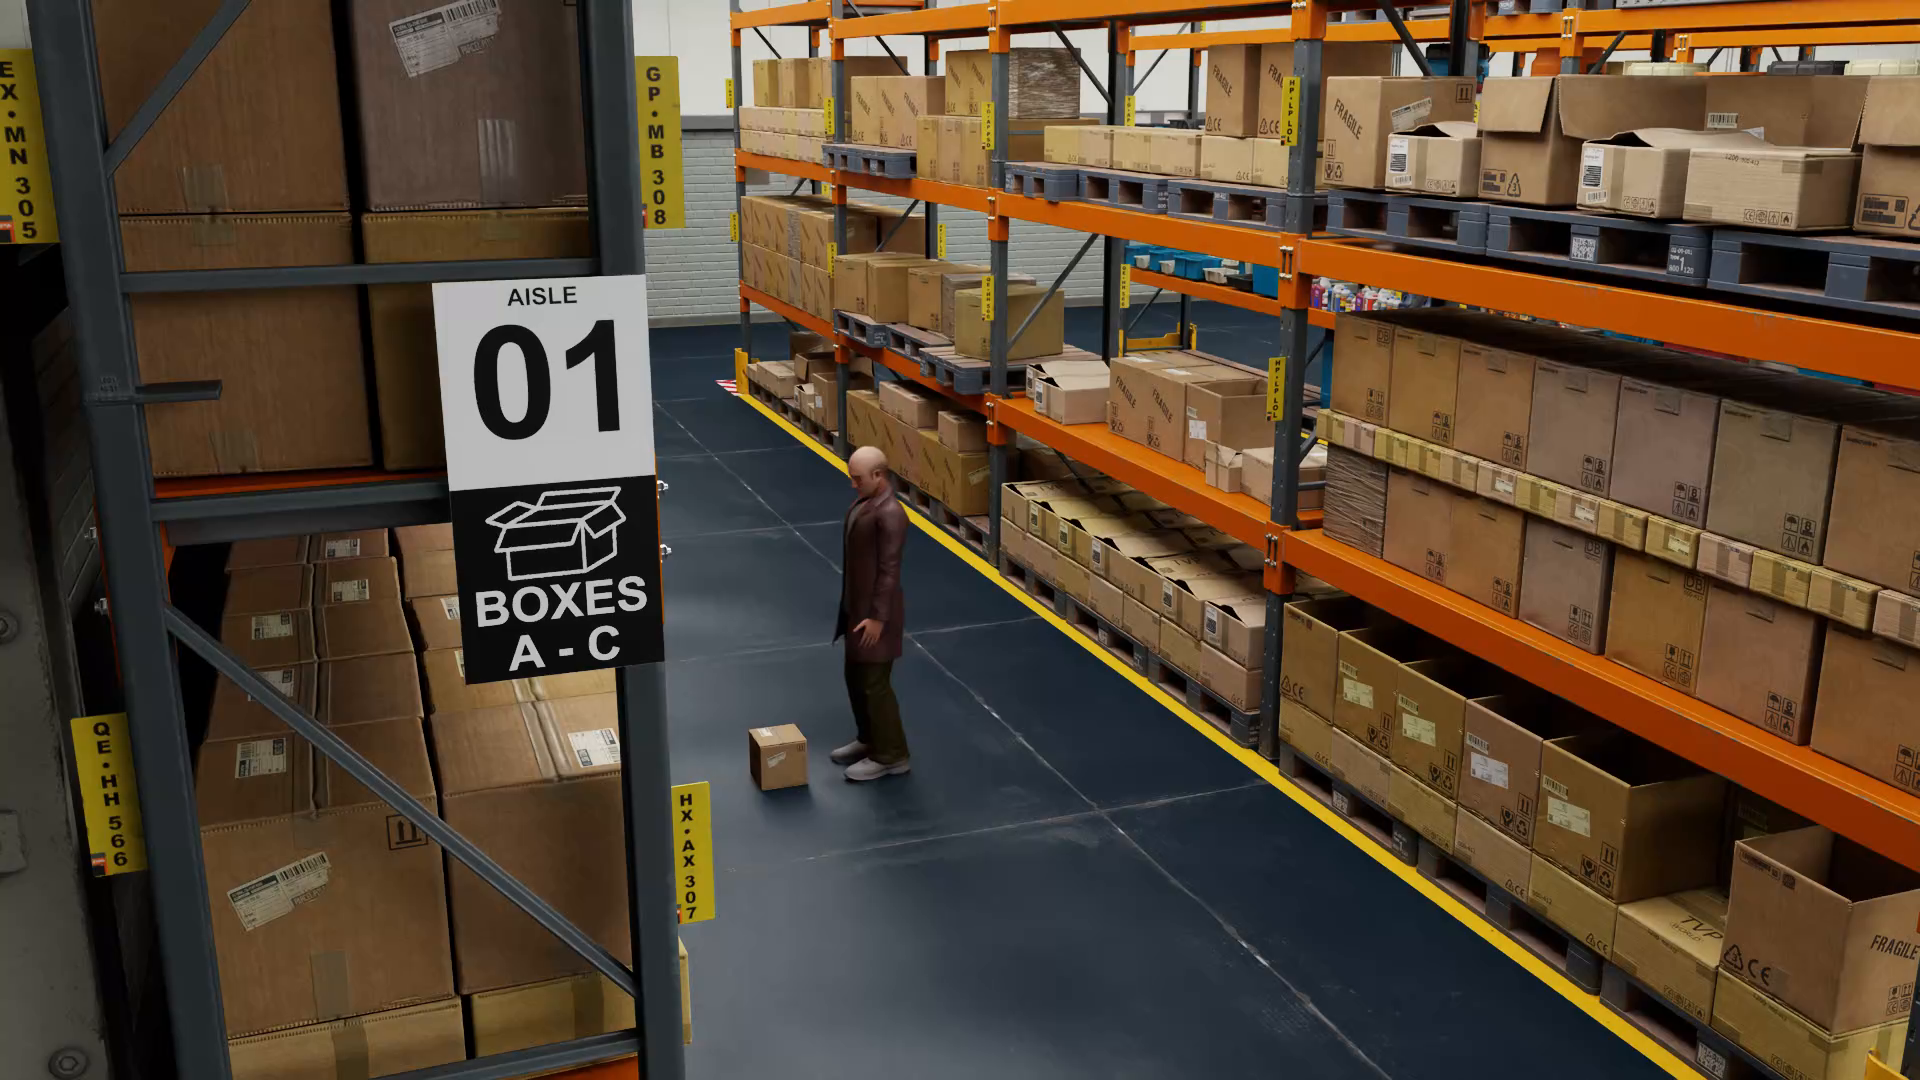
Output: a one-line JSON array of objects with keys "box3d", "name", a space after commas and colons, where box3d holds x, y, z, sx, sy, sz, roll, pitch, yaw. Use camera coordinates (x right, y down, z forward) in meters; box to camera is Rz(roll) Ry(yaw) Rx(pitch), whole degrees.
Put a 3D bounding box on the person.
[{"box3d": [-0.472, 0.377, 8.710, 0.378, 1.773, 0.564, -5, 16, -19], "name": "person"}]
